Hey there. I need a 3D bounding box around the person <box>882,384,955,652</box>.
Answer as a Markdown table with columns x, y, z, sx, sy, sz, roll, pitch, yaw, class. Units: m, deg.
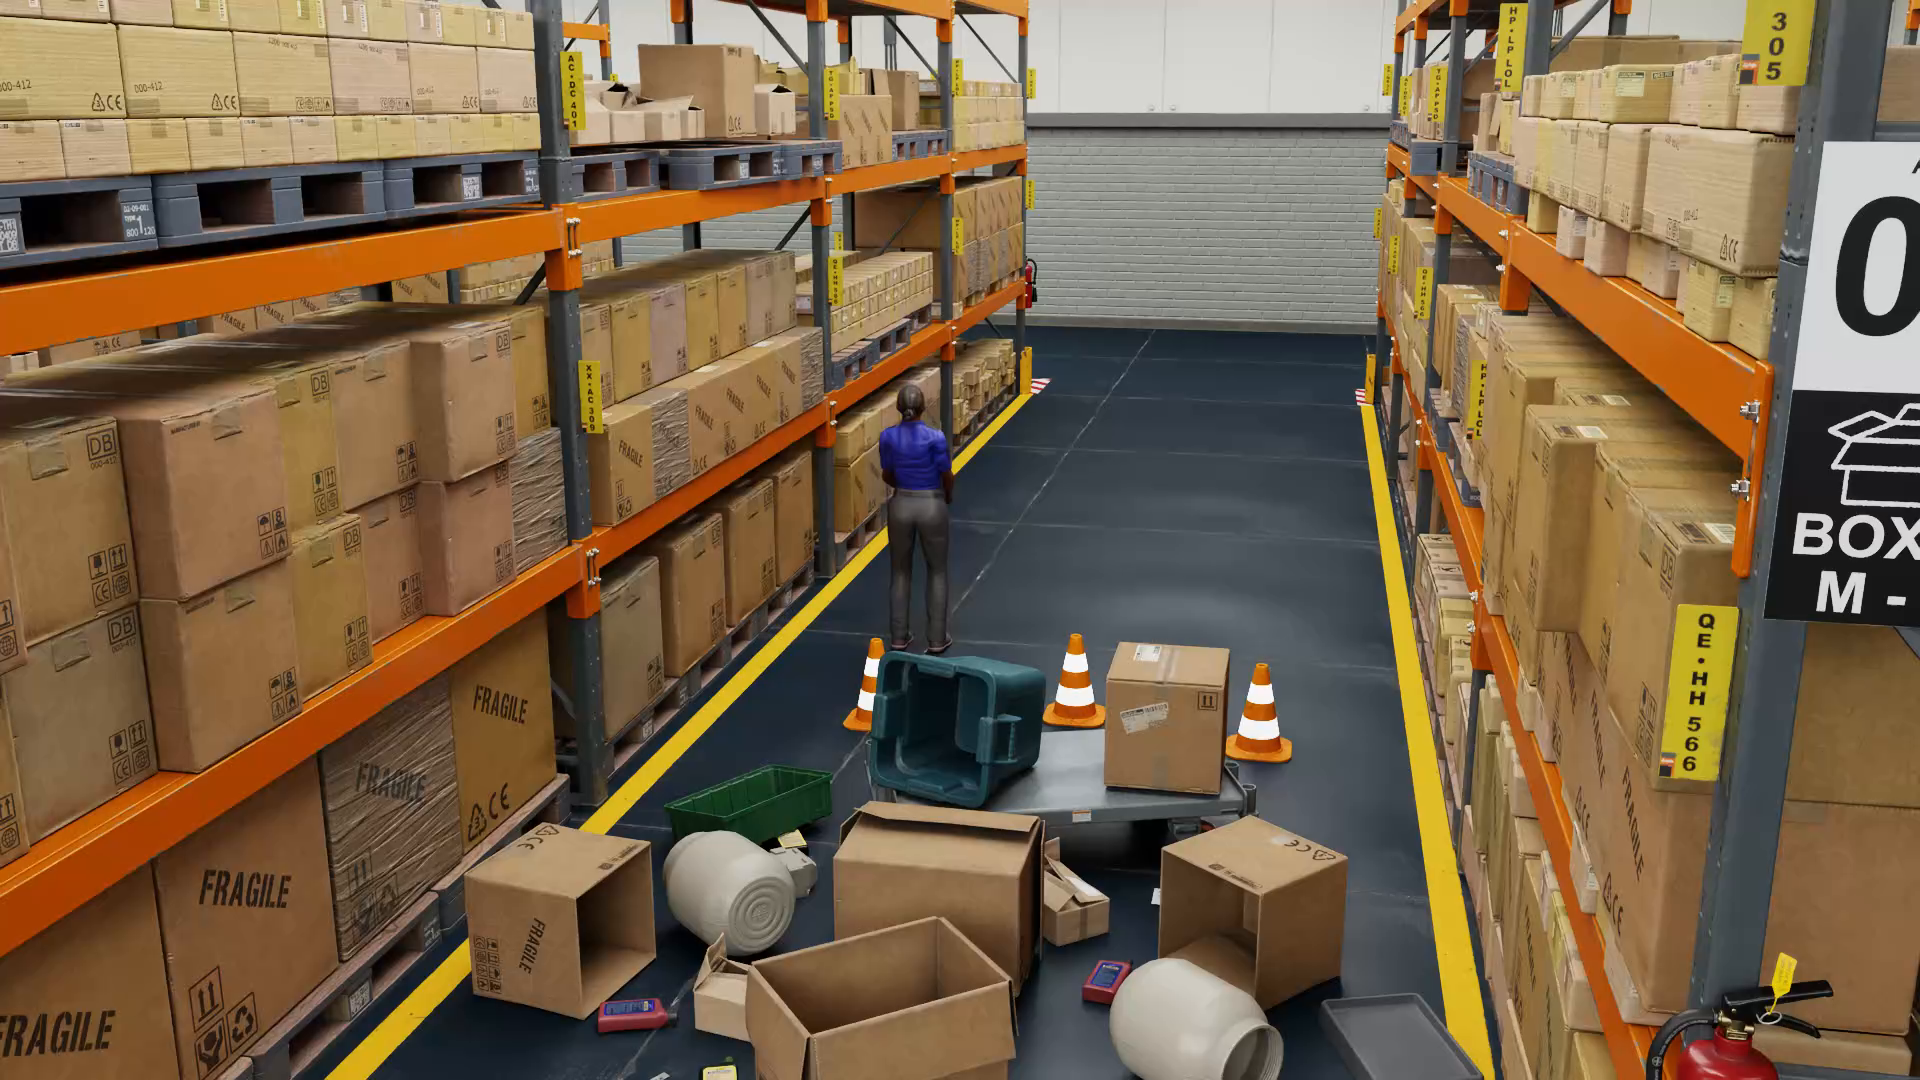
| x | y | z | sx | sy | sz | roll | pitch | yaw | class |
| --- | --- | --- | --- | --- | --- | --- | --- | --- | --- |
| -0.243 | -0.155 | 10.126 | 0.448 | 1.646 | 0.514 | 3 | 15 | 11 | person |
